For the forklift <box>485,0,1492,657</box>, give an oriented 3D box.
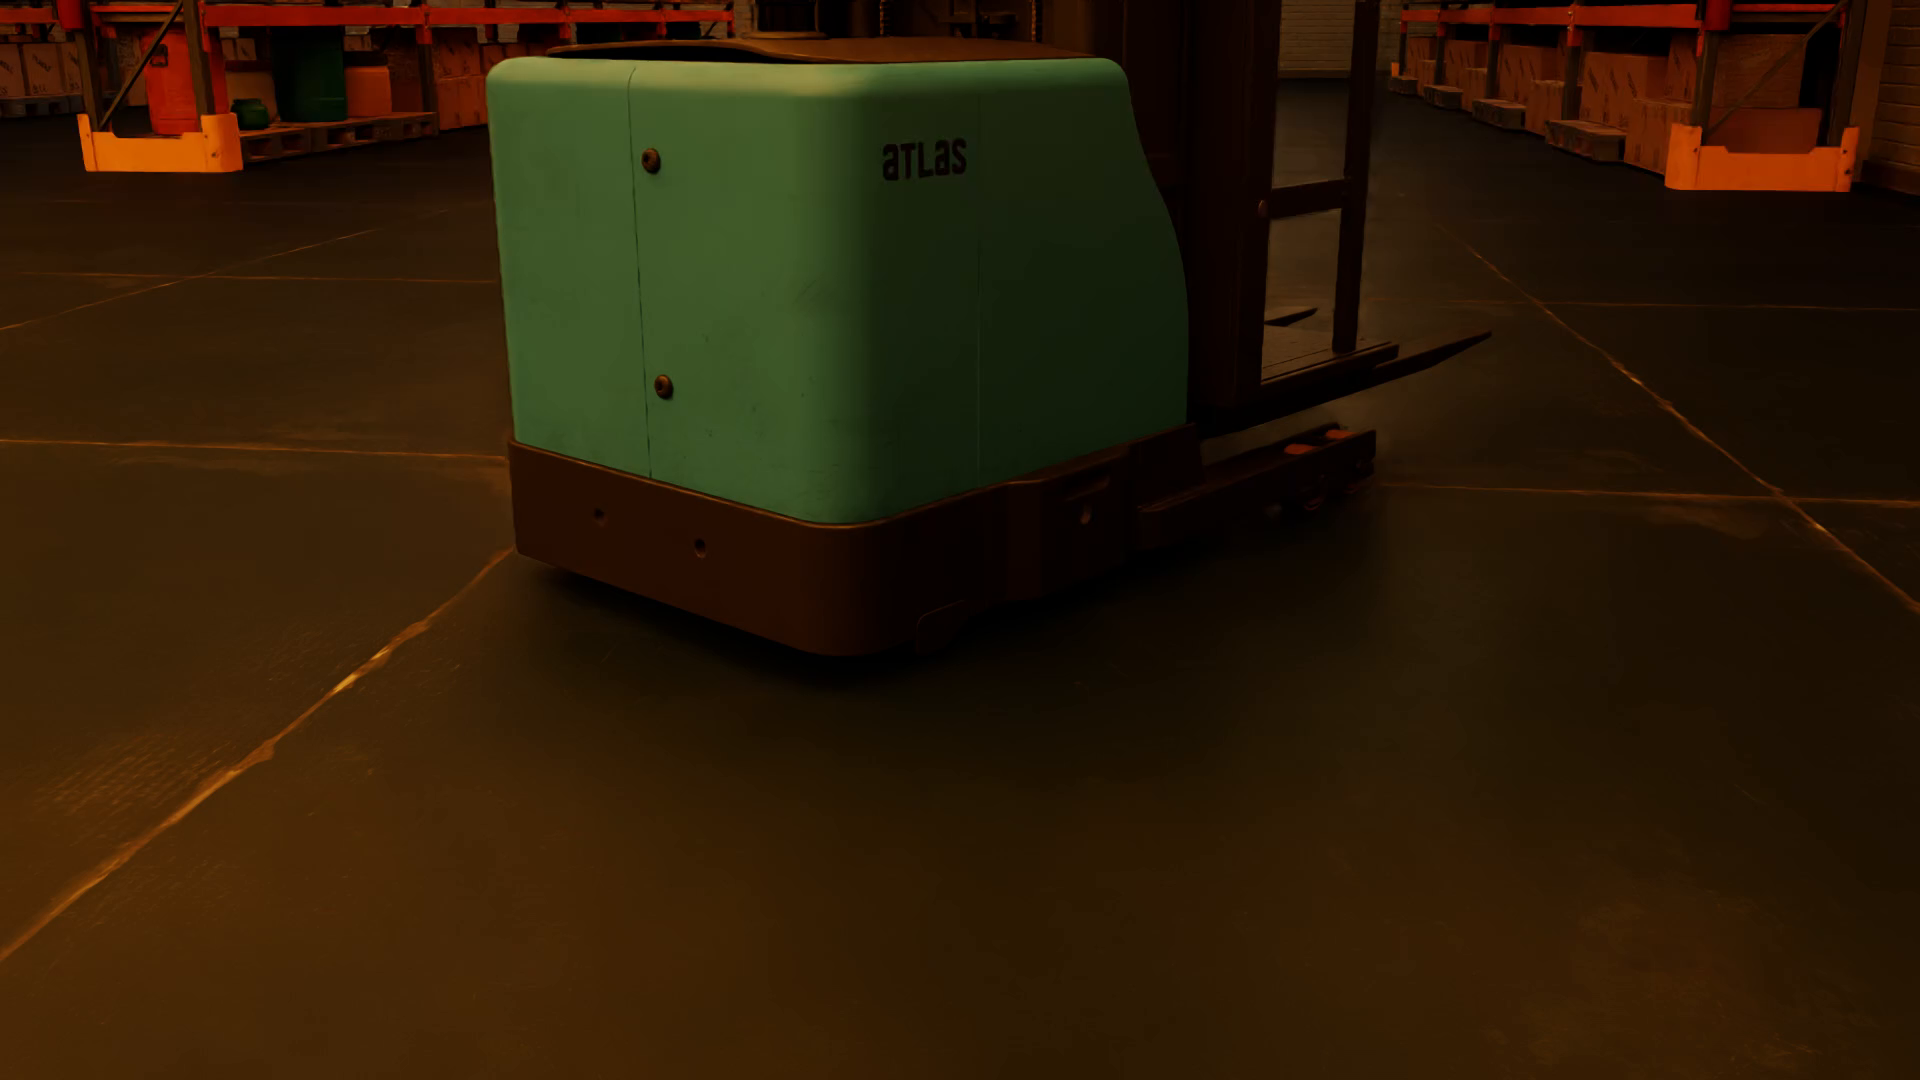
[{"bbox_3d":[0.400,-1.556,3.888,1.130,2.935,3.031,15,23,39],"label":"forklift"}]
